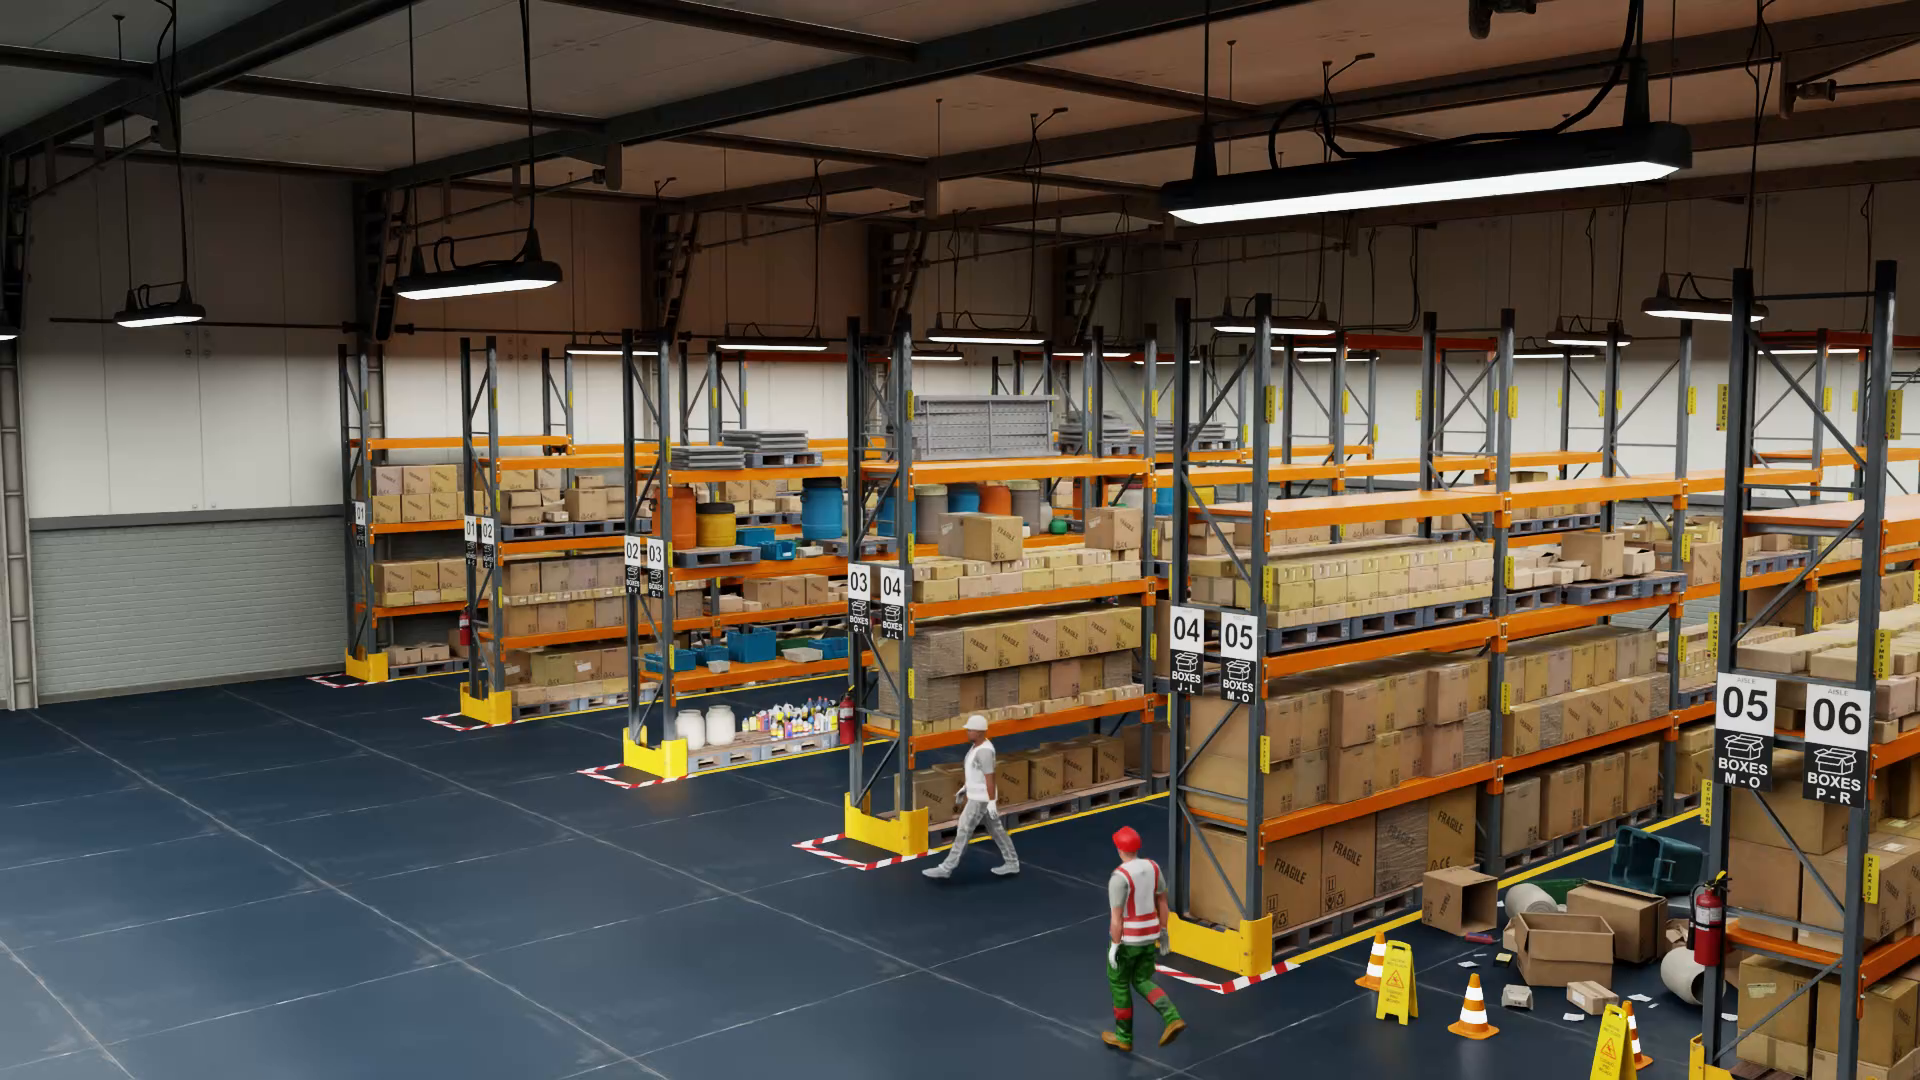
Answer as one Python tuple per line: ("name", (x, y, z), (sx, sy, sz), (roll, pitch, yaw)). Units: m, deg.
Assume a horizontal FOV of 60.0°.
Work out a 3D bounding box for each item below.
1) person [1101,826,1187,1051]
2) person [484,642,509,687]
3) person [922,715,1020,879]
("person", (1.414, 3.117, 12.925), (0.546, 1.777, 0.730), (-4, 7, -41))
("person", (-8.124, 1.730, 29.314), (0.511, 1.699, 0.617), (1, 5, 6))
("person", (0.125, 2.702, 17.602), (1.028, 1.722, 0.584), (0, 5, 2))
